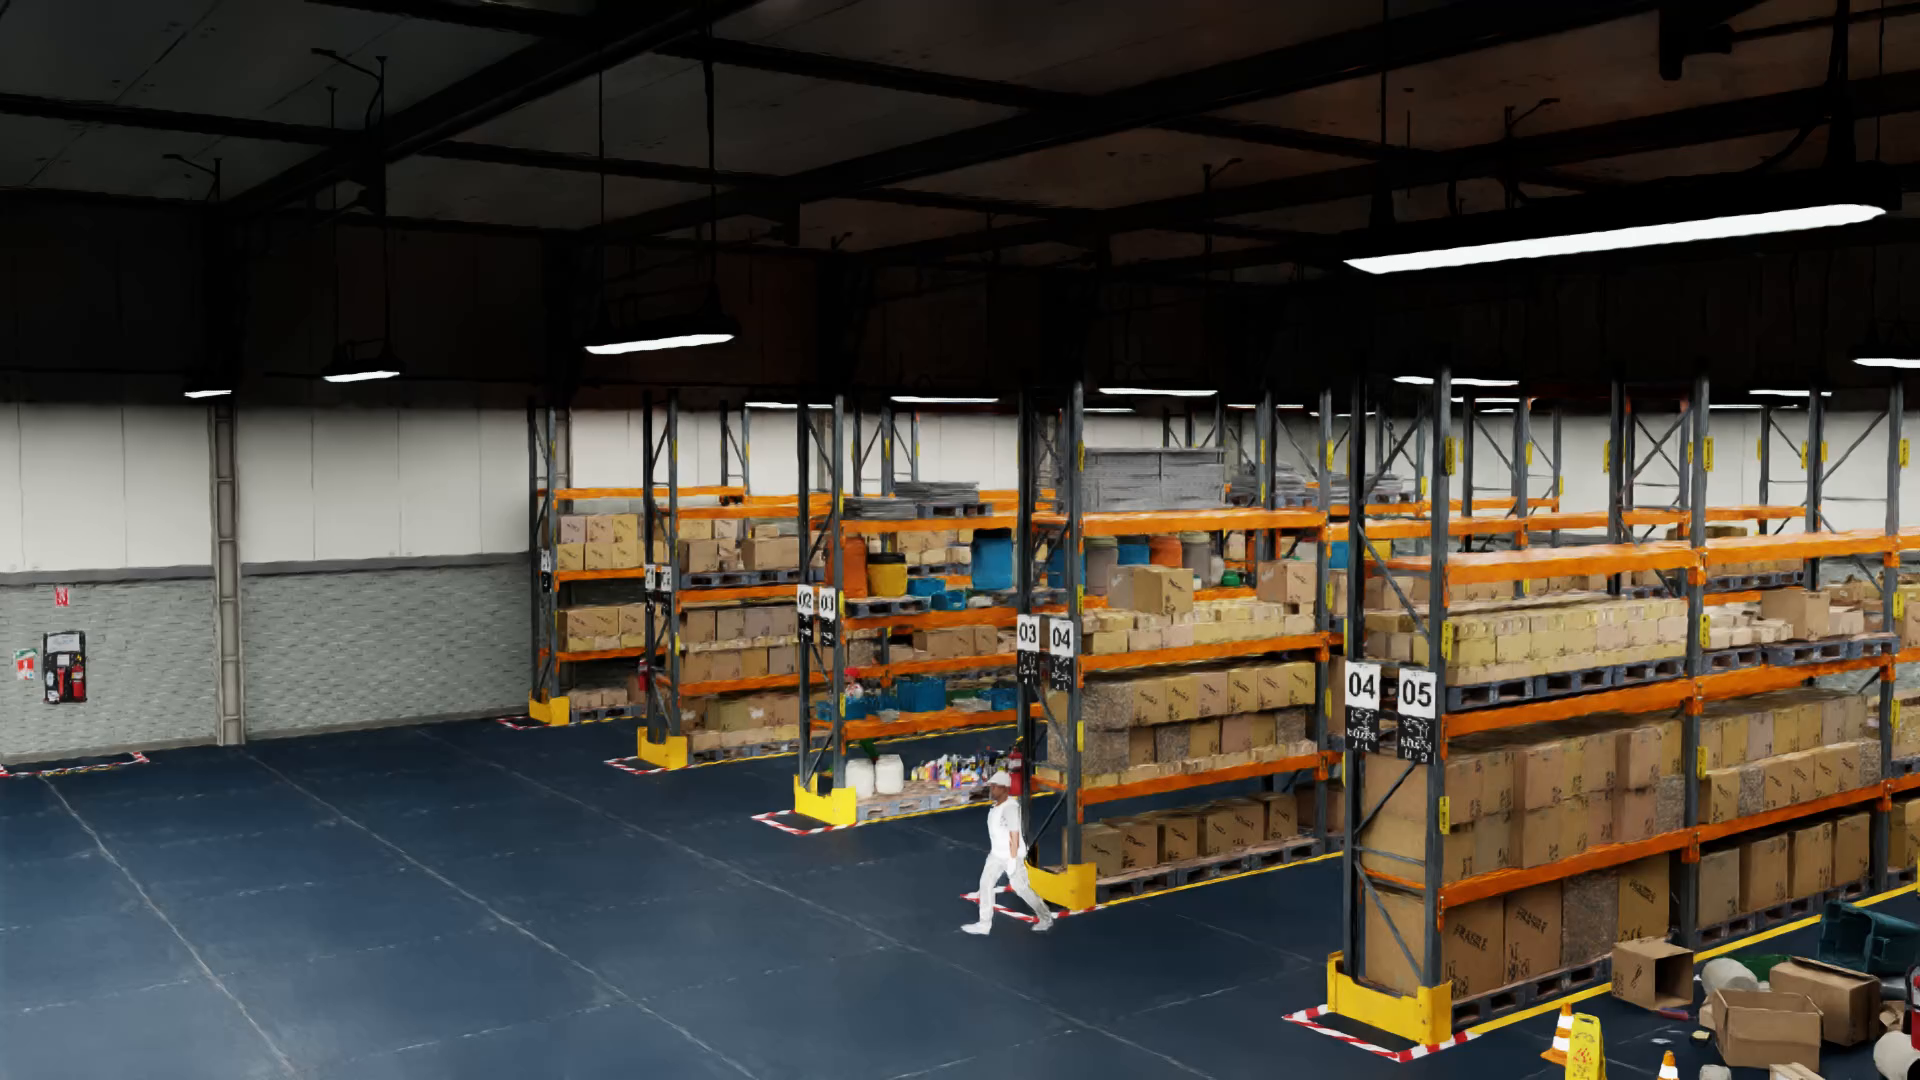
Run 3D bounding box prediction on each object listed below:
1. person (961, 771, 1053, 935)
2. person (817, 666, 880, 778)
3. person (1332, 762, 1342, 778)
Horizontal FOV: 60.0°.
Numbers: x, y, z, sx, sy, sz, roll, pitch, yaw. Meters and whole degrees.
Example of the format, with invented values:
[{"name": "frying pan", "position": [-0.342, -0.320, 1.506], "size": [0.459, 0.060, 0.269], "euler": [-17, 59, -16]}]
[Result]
[{"name": "person", "position": [0.516, 3.270, 17.345], "size": [0.950, 1.746, 0.589], "euler": [-1, 4, -20]}, {"name": "person", "position": [-1.645, 2.787, 25.390], "size": [1.038, 1.726, 0.534], "euler": [-2, 4, -26]}, {"name": "person", "position": [5.446, 2.945, 23.825], "size": [1.110, 1.590, 0.446], "euler": [-2, 4, -33]}]
